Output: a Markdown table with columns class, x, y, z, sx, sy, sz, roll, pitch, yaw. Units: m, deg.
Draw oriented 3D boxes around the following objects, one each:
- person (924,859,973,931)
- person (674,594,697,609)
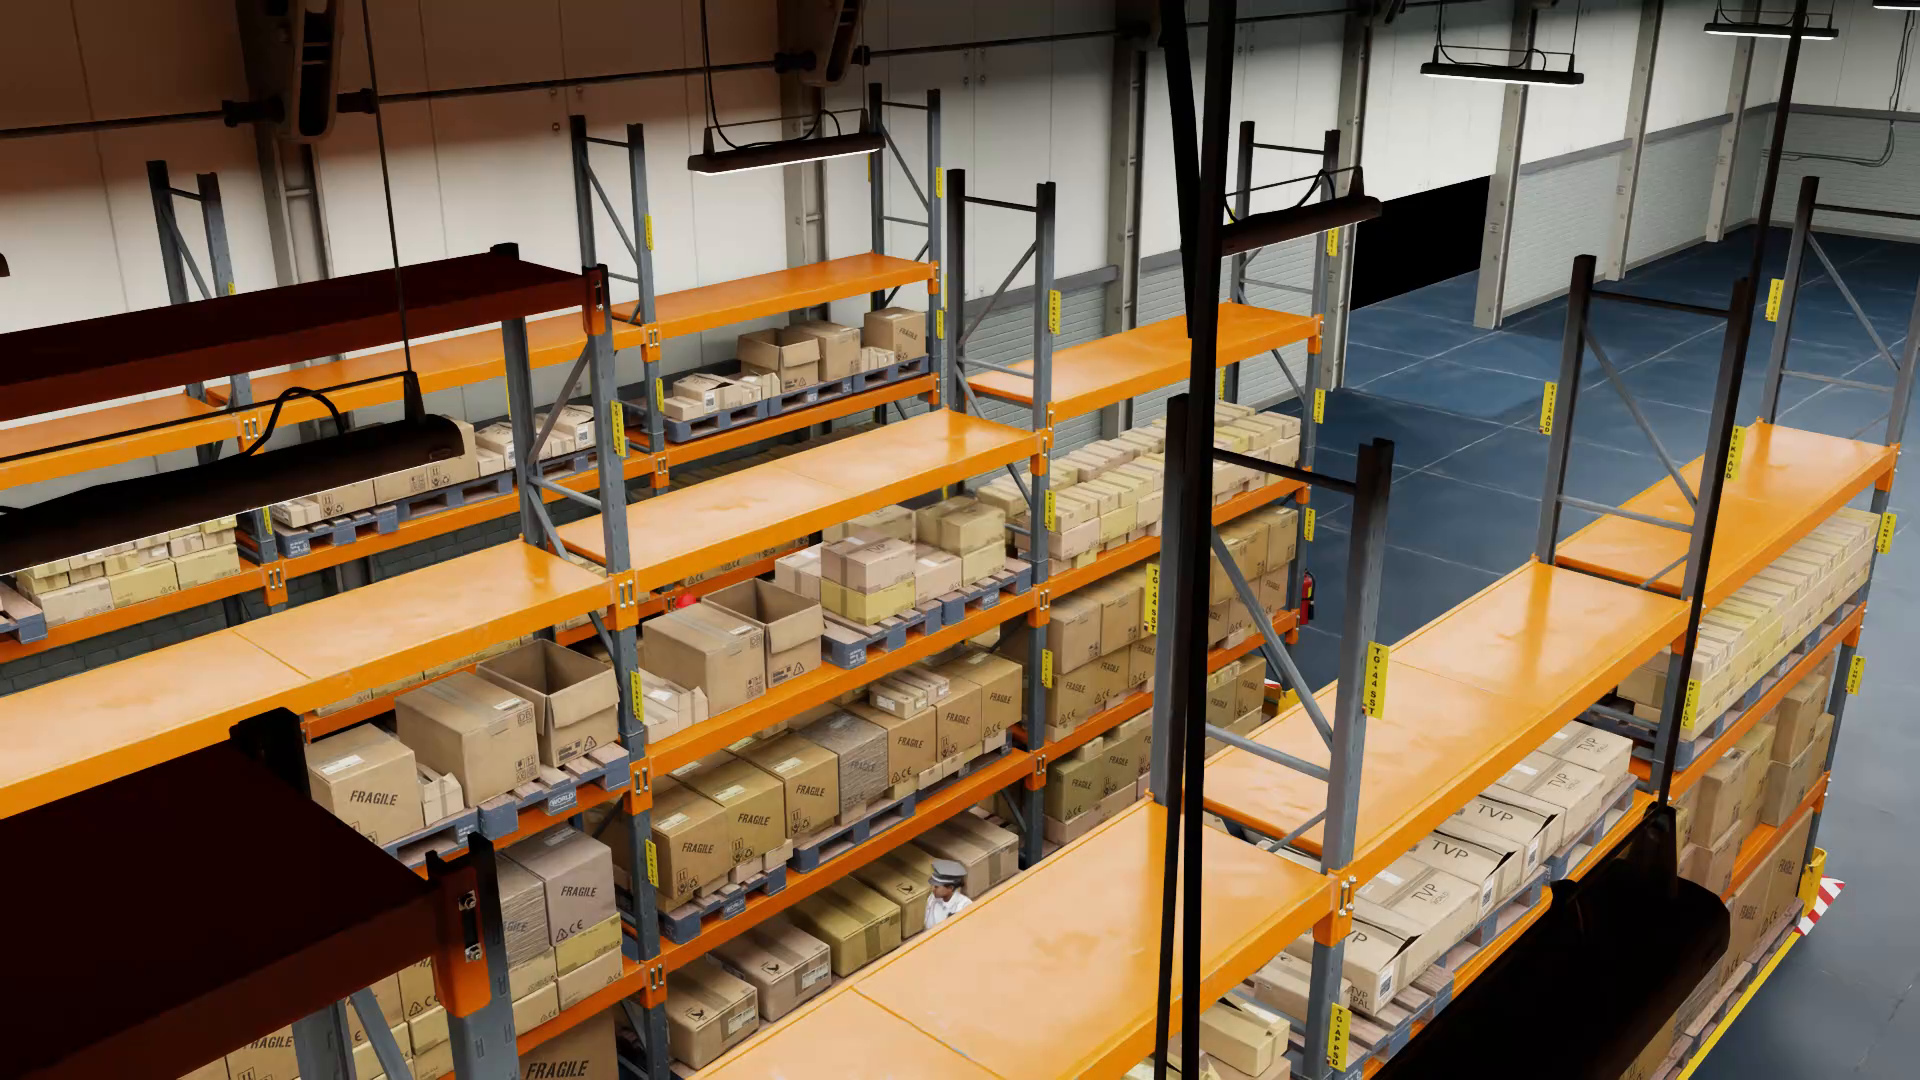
| class | x | y | z | sx | sy | sz | roll | pitch | yaw |
| --- | --- | --- | --- | --- | --- | --- | --- | --- | --- |
| person | -0.031 | 3.053 | 11.821 | 0.577 | 1.674 | 0.410 | 17 | 27 | 38 |
| person | -2.551 | 1.341 | 16.126 | 0.532 | 1.808 | 0.543 | 12 | 24 | 28 |
